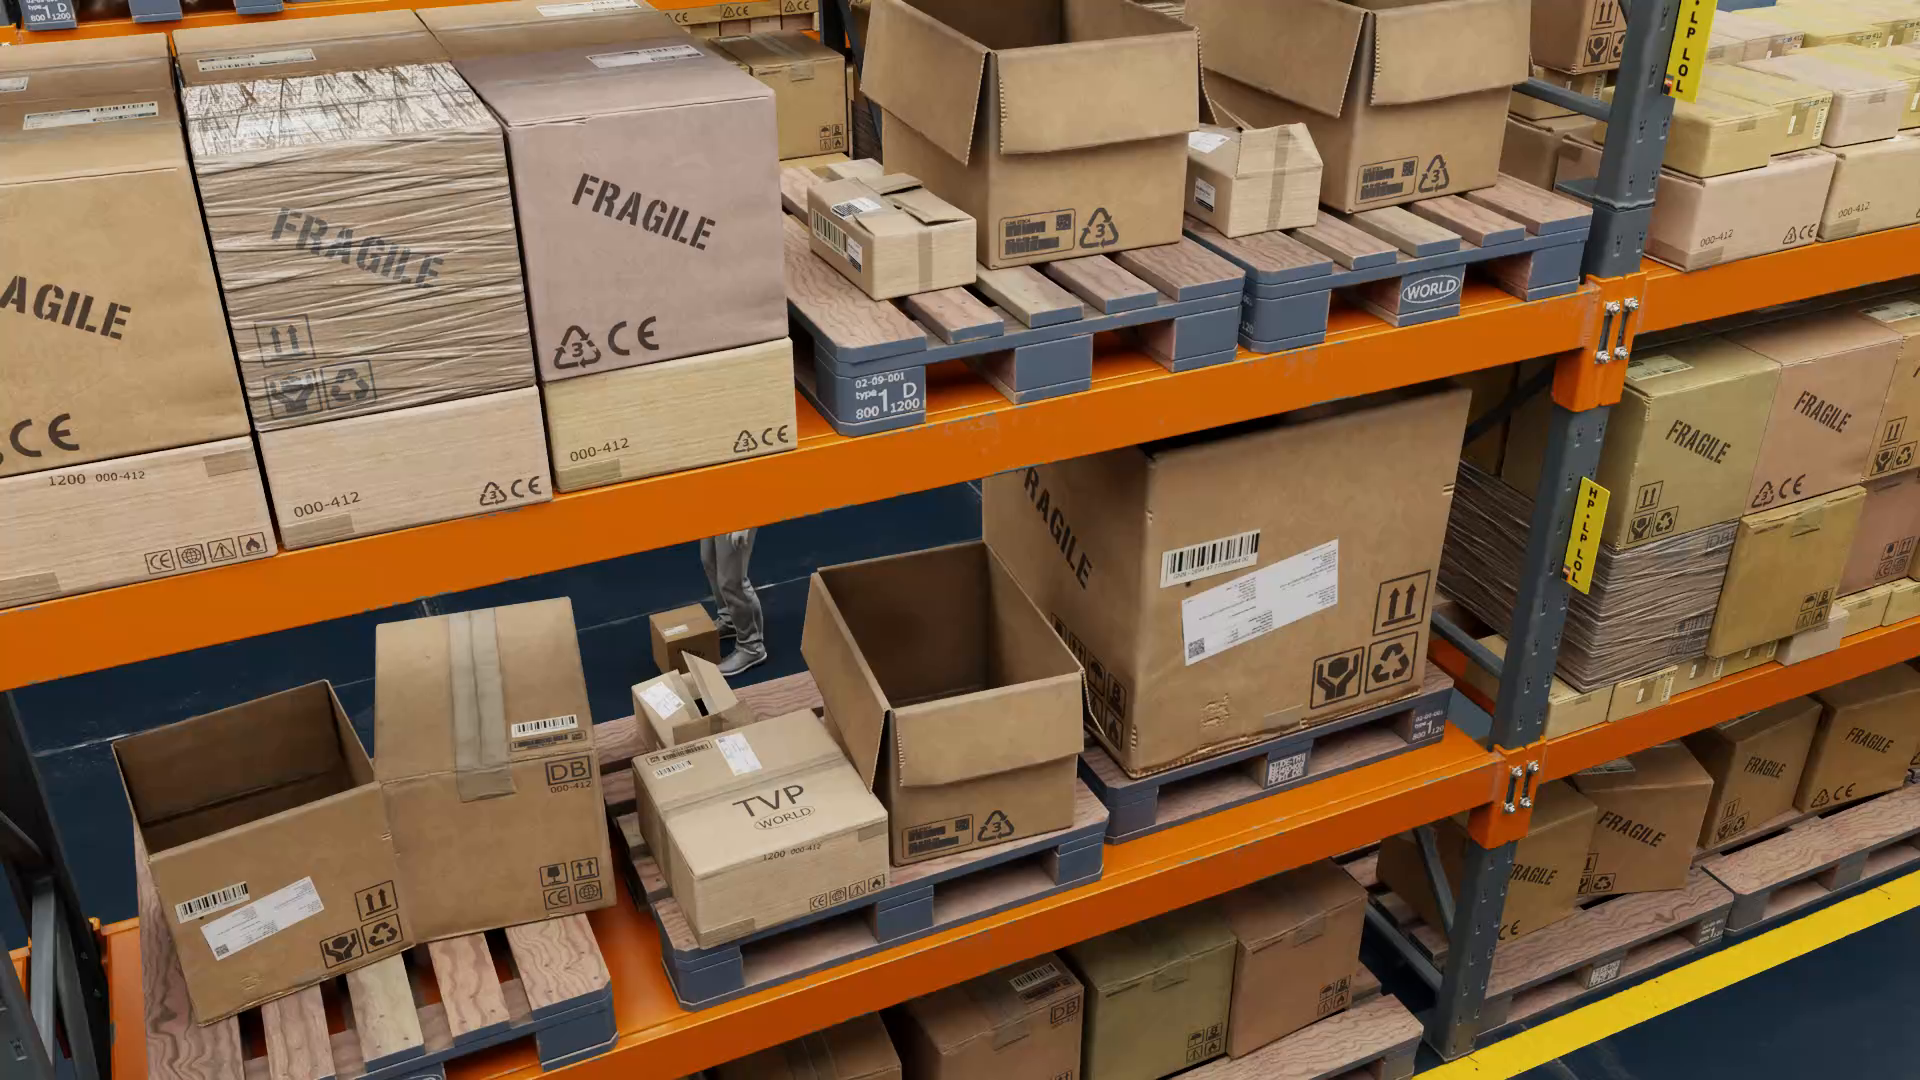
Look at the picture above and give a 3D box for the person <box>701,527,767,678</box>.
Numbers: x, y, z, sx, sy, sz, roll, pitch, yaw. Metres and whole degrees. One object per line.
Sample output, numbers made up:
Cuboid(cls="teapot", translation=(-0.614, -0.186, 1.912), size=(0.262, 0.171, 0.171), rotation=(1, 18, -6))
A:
Cuboid(cls="person", translation=(-1.052, -0.181, 7.439), size=(0.371, 1.666, 0.547), rotation=(-15, 33, -25))
